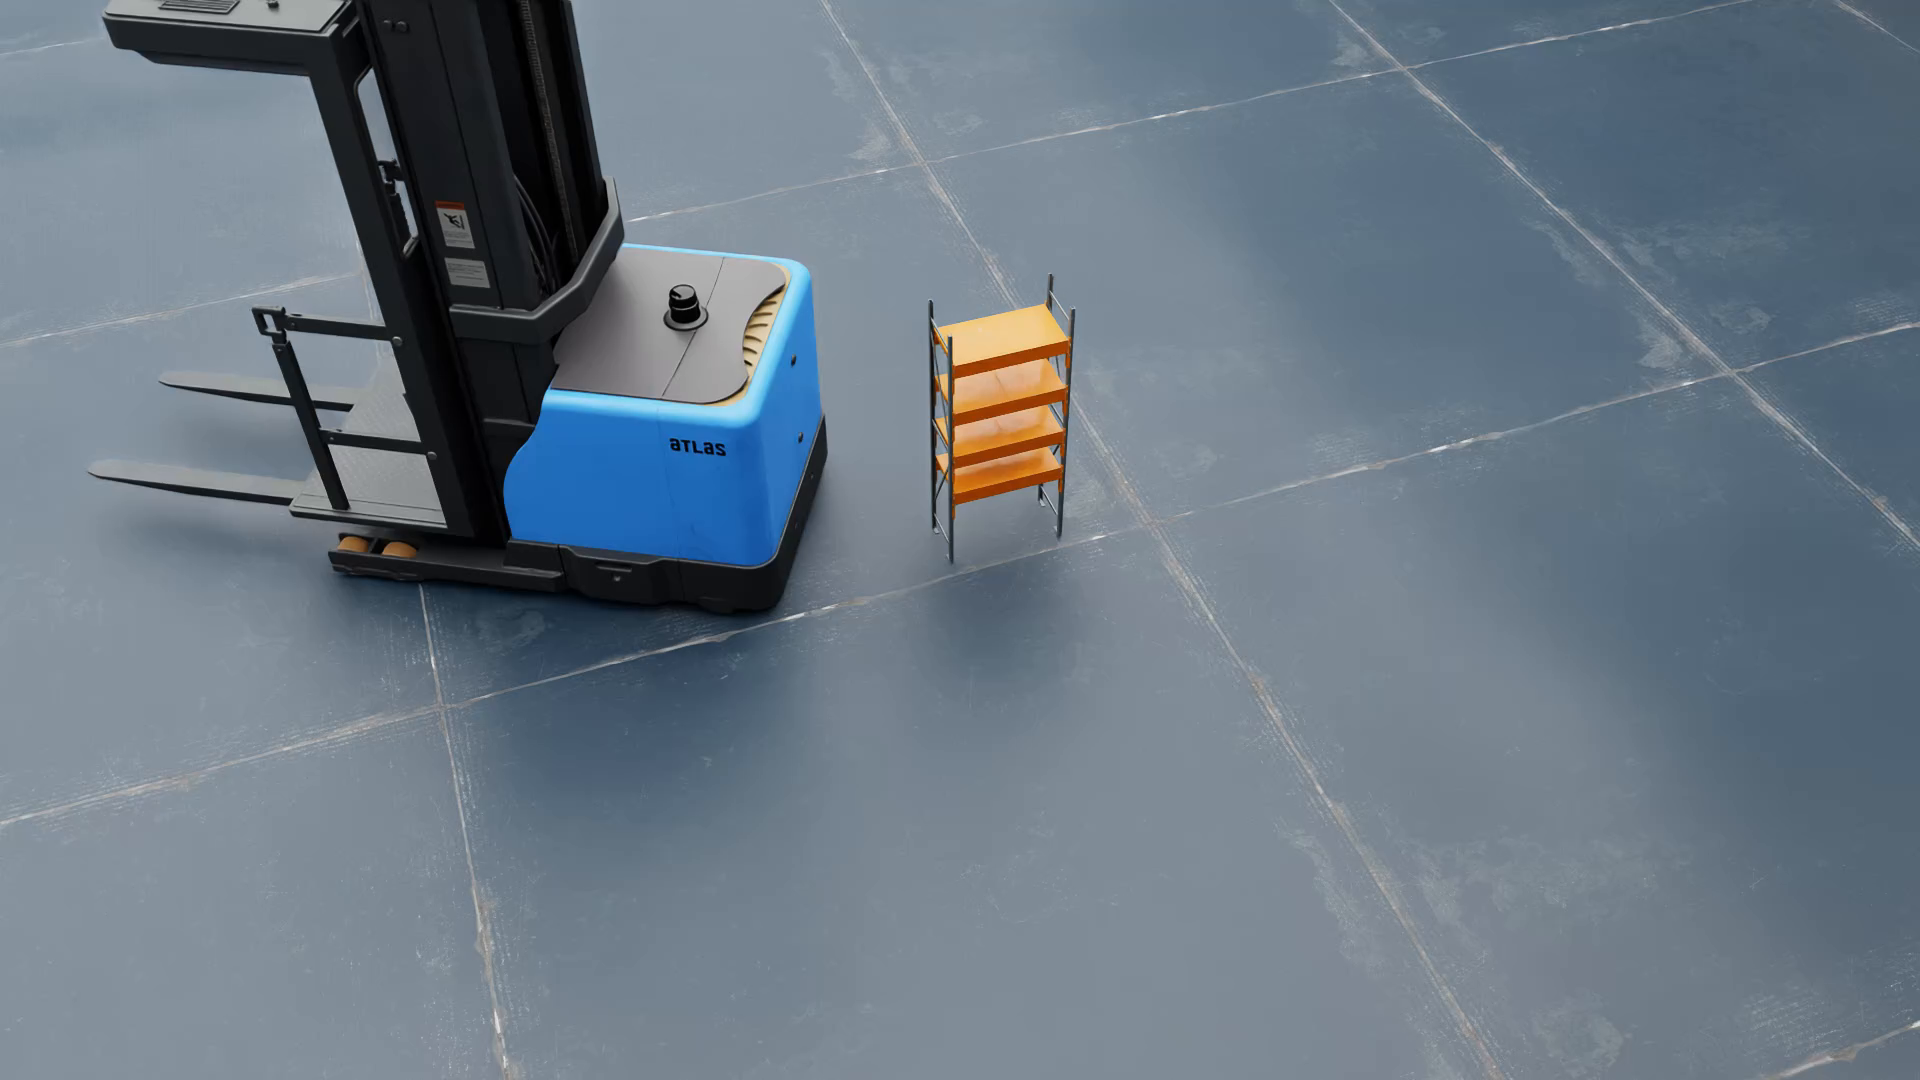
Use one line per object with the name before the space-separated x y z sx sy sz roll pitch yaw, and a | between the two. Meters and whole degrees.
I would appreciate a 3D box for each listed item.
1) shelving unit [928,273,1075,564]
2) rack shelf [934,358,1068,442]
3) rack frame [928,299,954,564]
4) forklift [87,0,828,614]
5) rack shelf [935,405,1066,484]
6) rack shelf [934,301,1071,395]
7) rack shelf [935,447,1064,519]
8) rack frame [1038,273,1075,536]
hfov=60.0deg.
shelving unit | 0.156 -0.463 6.674 0.503 1.200 0.258 -14 47 -14
rack shelf | 0.156 -0.574 6.563 0.480 0.148 0.258 -14 47 -14
rack frame | -0.074 -0.405 6.616 0.015 1.200 0.240 -14 47 -14
forklift | -2.147 -1.228 6.214 3.031 2.935 1.130 6 45 6
rack shelf | 0.156 -0.416 6.722 0.480 0.148 0.258 -14 47 -14
rack shelf | 0.156 -0.741 6.396 0.480 0.148 0.258 -14 47 -14
rack shelf | 0.156 -0.276 6.862 0.480 0.148 0.258 -14 47 -14
rack frame | 0.385 -0.522 6.732 0.015 1.200 0.240 -14 47 -14
